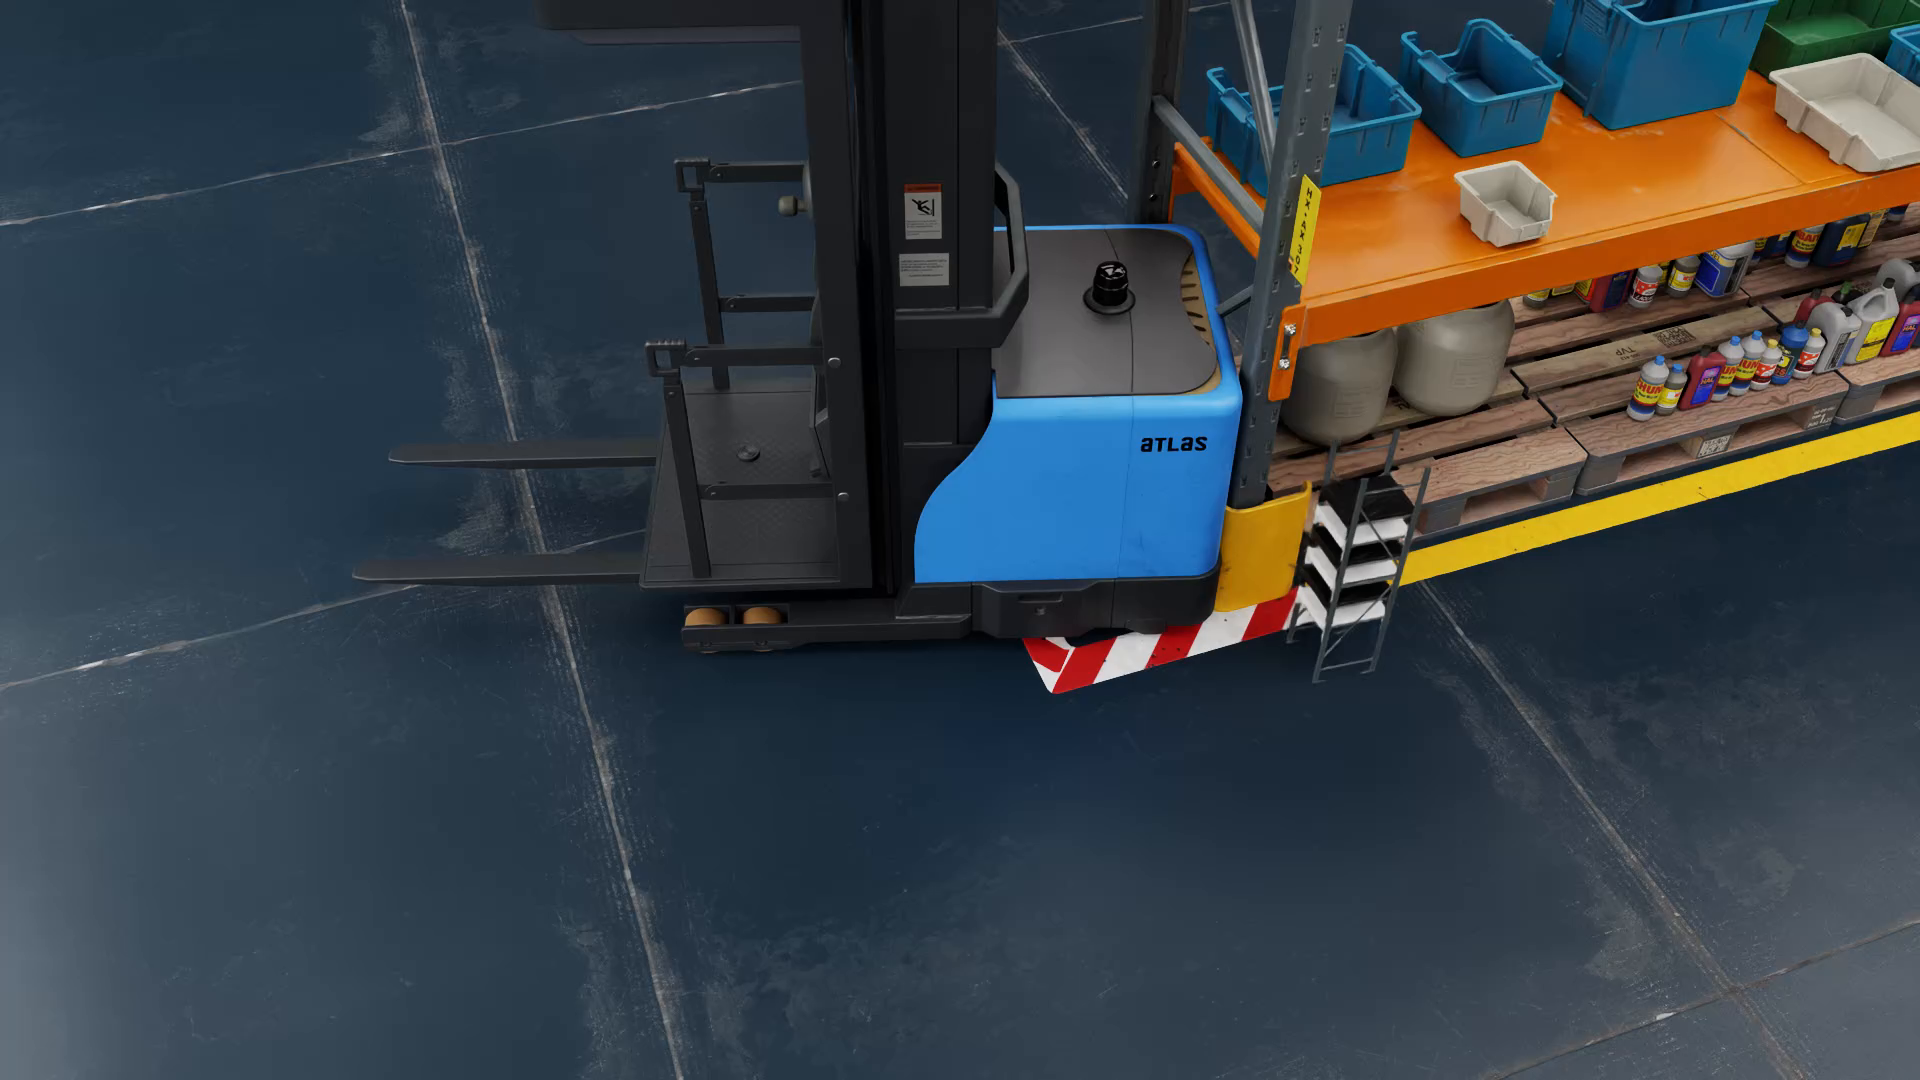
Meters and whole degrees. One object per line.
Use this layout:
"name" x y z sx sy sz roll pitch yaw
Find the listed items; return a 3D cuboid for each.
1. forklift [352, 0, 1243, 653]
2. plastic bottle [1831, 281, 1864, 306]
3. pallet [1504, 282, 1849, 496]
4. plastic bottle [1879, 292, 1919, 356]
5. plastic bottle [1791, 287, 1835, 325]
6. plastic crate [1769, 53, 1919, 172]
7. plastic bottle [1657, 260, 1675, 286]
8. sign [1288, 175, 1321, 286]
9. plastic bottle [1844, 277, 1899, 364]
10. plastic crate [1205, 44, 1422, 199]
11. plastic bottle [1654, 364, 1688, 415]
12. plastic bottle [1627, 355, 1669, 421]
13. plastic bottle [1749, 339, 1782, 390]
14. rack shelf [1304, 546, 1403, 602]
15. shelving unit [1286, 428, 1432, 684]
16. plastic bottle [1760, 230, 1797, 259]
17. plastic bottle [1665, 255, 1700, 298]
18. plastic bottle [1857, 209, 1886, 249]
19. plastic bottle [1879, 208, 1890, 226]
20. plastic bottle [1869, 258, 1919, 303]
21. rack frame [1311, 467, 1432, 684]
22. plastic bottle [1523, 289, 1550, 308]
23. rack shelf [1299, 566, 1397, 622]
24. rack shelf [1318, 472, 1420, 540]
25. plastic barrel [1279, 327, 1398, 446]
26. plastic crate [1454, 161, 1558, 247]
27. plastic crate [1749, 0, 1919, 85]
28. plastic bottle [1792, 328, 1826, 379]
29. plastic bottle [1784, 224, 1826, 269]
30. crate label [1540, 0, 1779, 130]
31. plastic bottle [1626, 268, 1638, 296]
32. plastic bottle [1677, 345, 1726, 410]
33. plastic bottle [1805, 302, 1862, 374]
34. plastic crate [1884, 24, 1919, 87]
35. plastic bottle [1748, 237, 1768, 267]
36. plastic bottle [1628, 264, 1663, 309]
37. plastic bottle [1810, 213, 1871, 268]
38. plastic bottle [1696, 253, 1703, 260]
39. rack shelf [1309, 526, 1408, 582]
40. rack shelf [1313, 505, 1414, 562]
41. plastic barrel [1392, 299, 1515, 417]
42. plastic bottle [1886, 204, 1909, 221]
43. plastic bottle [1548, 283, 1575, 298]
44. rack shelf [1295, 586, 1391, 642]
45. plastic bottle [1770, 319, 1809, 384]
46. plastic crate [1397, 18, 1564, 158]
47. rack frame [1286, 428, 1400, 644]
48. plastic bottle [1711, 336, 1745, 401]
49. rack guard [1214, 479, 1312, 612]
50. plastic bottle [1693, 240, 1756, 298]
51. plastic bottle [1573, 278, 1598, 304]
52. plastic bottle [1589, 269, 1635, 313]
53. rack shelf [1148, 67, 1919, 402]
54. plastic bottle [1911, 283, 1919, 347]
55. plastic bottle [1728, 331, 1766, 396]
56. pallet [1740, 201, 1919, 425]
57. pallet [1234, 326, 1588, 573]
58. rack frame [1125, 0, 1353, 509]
"forklift" -0.623 -1.020 5.197 3.031 2.935 1.130 -1 45 -1
"plastic bottle" 3.528 -0.917 6.653 0.133 0.283 0.061 -14 47 -14
"pallet" 2.784 -0.715 6.813 1.213 0.211 1.003 -14 47 -14
"plastic bottle" 3.752 -0.865 6.602 0.133 0.283 0.061 -11 46 -11
"plastic bottle" 3.396 -0.889 6.625 0.133 0.283 0.061 -14 47 -14
"plastic crate" 3.138 -1.477 5.790 0.437 0.136 0.530 -14 47 -14
"plastic bottle" 2.927 -1.239 6.927 0.185 0.351 0.144 -13 46 -12
"sign" 0.999 -0.897 4.831 0.005 0.325 0.100 -14 47 -14
"plastic bottle" 3.587 -0.878 6.567 0.185 0.351 0.144 -15 47 -14
"plastic crate" 1.186 -1.434 5.667 0.616 0.251 0.499 -14 47 -14
"plastic bottle" 2.725 -0.588 6.383 0.097 0.201 0.097 0 45 0
"plastic bottle" 2.628 -0.587 6.333 0.097 0.271 0.097 0 45 0
"plastic bottle" 3.138 -0.693 6.488 0.097 0.201 0.097 0 45 0
"rack shelf" 1.310 0.094 5.550 0.258 0.077 0.200 -10 42 -14
"shelving unit" 1.311 0.068 5.528 0.258 0.900 0.210 -10 42 -14
"plastic bottle" 3.501 -1.386 7.073 0.185 0.351 0.144 -16 47 -16
"plastic bottle" 3.009 -1.116 6.910 0.097 0.201 0.097 0 45 0
"plastic bottle" 3.872 -1.374 7.109 0.133 0.283 0.061 -14 47 -14
"plastic bottle" 4.035 -1.487 7.280 0.097 0.201 0.097 0 45 0
"plastic bottle" 3.817 -1.022 6.763 0.135 0.276 0.152 -14 47 -14
"rack frame" 1.340 0.133 5.455 0.240 0.900 0.006 -10 42 -14
"plastic bottle" 2.395 -1.068 6.862 0.097 0.201 0.097 0 45 0
"rack shelf" 1.306 0.162 5.608 0.258 0.077 0.200 -10 42 -14
"rack shelf" 1.319 -0.111 5.373 0.258 0.077 0.200 -10 42 -14
"plastic barrel" 1.410 -0.646 6.236 0.421 0.512 0.421 0 45 0
"plastic crate" 1.768 -1.075 5.389 0.250 0.136 0.298 -14 47 -14
"plastic crate" 3.206 -1.916 6.191 0.662 0.188 0.450 -14 47 -14
"plastic bottle" 3.331 -0.743 6.537 0.097 0.201 0.097 0 45 0
"plastic bottle" 3.584 -1.288 7.032 0.097 0.271 0.097 0 45 0
"crate label" 2.456 -1.802 5.903 0.616 0.435 0.502 -14 47 -14
"plastic bottle" 2.772 -1.170 6.911 0.135 0.276 0.152 -16 47 -15
"plastic bottle" 2.847 -0.634 6.371 0.133 0.283 0.061 -14 47 -13
"plastic bottle" 3.433 -0.815 6.557 0.135 0.276 0.152 -14 47 -13
"plastic crate" 3.630 -1.629 5.861 0.616 0.251 0.499 -14 47 -14
"plastic bottle" 3.376 -1.298 7.041 0.097 0.271 0.097 0 45 0
"plastic bottle" 2.832 -1.065 6.859 0.097 0.201 0.097 0 45 0
"plastic bottle" 3.728 -1.335 7.023 0.185 0.351 0.144 -14 47 -14
"plastic bottle" 3.102 -1.284 6.971 0.185 0.351 0.144 -15 47 -14
"rack shelf" 1.313 0.025 5.491 0.258 0.077 0.200 -10 42 -14
"rack shelf" 1.316 -0.043 5.432 0.258 0.077 0.200 -10 42 -14
"plastic barrel" 1.881 -0.767 6.356 0.421 0.512 0.421 0 45 0
"plastic bottle" 4.131 -1.536 7.279 0.097 0.271 0.097 0 45 0
"plastic bottle" 2.499 -1.137 6.873 0.133 0.283 0.061 -13 47 -13
"rack shelf" 1.303 0.230 5.667 0.258 0.077 0.200 -10 42 -14
"plastic bottle" 3.235 -0.743 6.488 0.097 0.271 0.097 0 45 0
"plastic crate" 1.799 -1.586 5.818 0.408 0.251 0.499 -14 47 -14
"rack frame" 1.281 0.004 5.601 0.240 0.900 0.006 -10 42 -14
"plastic bottle" 2.950 -0.670 6.416 0.097 0.271 0.097 0 45 0
"rack guard" 0.872 -0.334 6.230 0.348 0.500 1.175 -14 47 -14
"plastic bottle" 3.176 -1.165 6.905 0.135 0.276 0.152 -14 47 -14
"plastic bottle" 2.642 -1.137 6.878 0.135 0.276 0.152 -14 47 -14
"plastic bottle" 2.678 -1.069 6.804 0.133 0.283 0.061 -14 47 -14
"rack shelf" 2.698 -1.394 6.029 4.000 0.370 1.077 -14 47 -14
"plastic bottle" 3.891 -0.956 6.645 0.185 0.351 0.144 -17 47 -16
"plastic bottle" 3.044 -0.694 6.440 0.097 0.271 0.097 0 45 0
"pallet" 3.933 -1.011 7.108 1.213 0.211 1.003 -14 47 -14
"pallet" 1.638 -0.424 6.523 1.213 0.211 1.003 -14 47 -14
"rack frame" 0.817 -1.167 5.295 0.127 3.000 1.000 -14 47 -14
